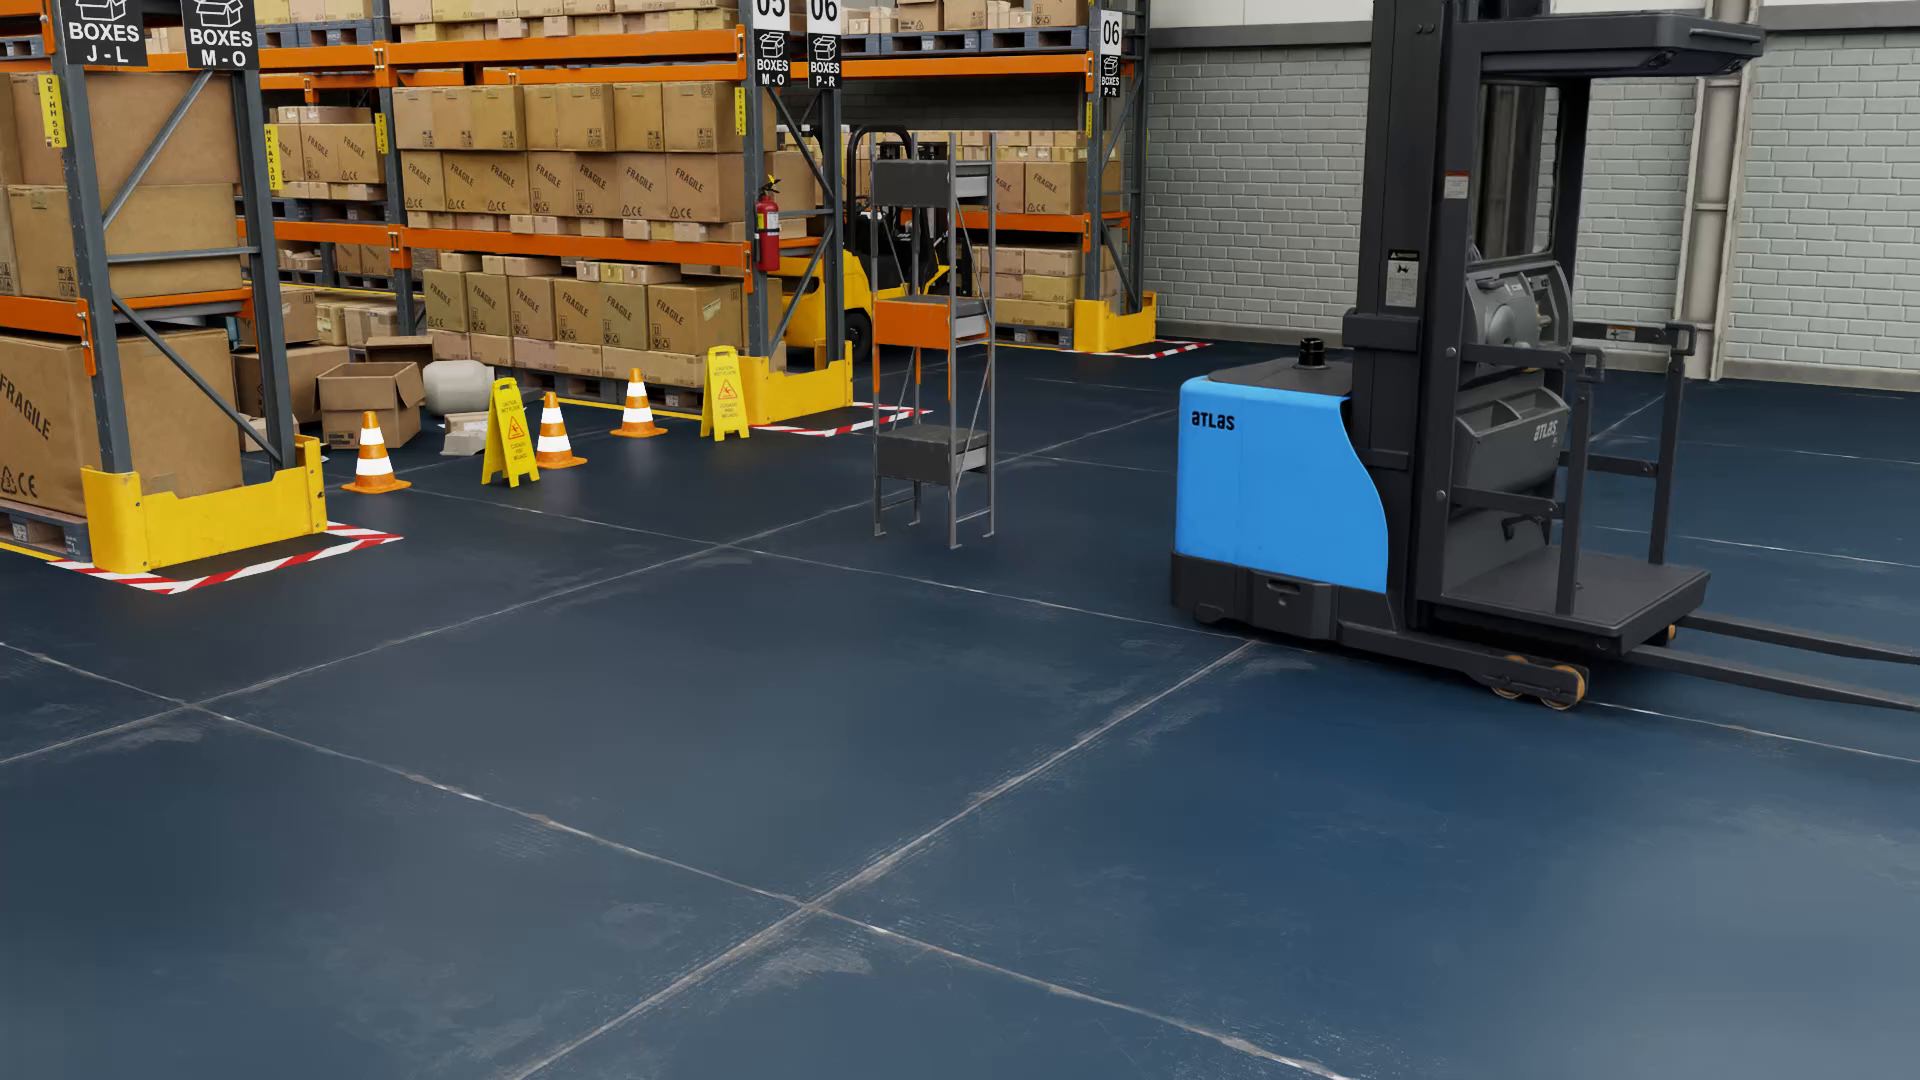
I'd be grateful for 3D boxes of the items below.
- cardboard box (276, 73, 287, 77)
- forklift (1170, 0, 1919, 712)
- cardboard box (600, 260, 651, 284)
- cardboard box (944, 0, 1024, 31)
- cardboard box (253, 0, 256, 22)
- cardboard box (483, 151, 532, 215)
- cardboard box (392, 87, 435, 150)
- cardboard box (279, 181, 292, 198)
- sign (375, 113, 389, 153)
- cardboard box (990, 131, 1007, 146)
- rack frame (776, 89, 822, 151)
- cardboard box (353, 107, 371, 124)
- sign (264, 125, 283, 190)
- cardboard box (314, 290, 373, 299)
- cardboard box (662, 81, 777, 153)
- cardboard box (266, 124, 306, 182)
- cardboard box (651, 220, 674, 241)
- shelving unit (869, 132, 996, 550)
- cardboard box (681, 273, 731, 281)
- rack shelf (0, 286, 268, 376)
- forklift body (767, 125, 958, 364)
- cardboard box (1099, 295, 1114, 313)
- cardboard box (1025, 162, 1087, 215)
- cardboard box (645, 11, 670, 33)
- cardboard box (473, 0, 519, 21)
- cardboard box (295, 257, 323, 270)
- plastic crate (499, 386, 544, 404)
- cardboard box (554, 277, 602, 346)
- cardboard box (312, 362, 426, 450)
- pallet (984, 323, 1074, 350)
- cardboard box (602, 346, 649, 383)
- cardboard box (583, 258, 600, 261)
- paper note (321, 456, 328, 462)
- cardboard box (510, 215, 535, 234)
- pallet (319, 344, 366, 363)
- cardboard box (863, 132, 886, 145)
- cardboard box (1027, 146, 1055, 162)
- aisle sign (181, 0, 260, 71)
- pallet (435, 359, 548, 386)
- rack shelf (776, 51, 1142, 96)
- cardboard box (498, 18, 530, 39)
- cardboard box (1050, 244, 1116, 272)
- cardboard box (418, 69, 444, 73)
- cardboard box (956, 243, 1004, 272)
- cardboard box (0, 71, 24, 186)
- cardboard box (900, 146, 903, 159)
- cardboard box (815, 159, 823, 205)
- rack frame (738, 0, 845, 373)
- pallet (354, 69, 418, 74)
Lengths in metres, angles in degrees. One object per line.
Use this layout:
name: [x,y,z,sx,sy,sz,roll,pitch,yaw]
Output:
cardboard box: [-9.081,-6.381,22.638,0.250,0.149,0.380,9,17,33]
forklift: [2.377,-0.927,6.469,3.031,2.935,1.130,12,18,39]
cardboard box: [-2.585,-2.098,12.994,0.250,0.149,0.380,10,17,34]
cardboard box: [0.244,-5.340,16.619,0.500,0.500,0.700,9,17,33]
cardboard box: [-6.582,-4.805,15.532,0.637,0.503,0.797,9,17,33]
cardboard box: [-3.496,-2.907,13.495,0.500,0.500,0.500,9,17,32]
cardboard box: [-4.301,-3.537,13.961,0.500,0.500,0.700,9,17,32]
cardboard box: [-5.964,-3.196,15.142,0.250,0.149,0.380,9,17,33]
sign: [-4.852,-3.412,13.954,0.005,0.325,0.100,9,17,33]
cardboard box: [0.507,-4.033,16.697,0.250,0.149,0.380,9,17,33]
rack frame: [-1.778,-3.951,18.542,0.127,3.000,1.000,9,17,33]
cardboard box: [-5.697,-3.931,15.411,0.250,0.149,0.380,10,17,36]
sign: [-3.590,-1.992,8.663,0.005,0.325,0.100,9,17,33]
cardboard box: [-6.158,-2.148,15.851,0.625,0.372,0.950,10,17,35]
cardboard box: [-1.771,-3.128,12.308,0.500,0.500,0.700,9,16,31]
cardboard box: [-5.893,-3.510,15.061,0.500,0.500,0.500,10,17,35]
cardboard box: [-2.128,-2.360,12.639,0.250,0.149,0.380,9,16,32]
shelving unit: [-0.137,-1.041,8.661,0.503,2.100,0.431,9,17,33]
cardboard box: [-2.197,-1.893,13.516,0.500,0.500,0.500,8,16,31]
rack shelf: [-5.564,-1.343,9.503,4.000,0.370,1.077,9,17,33]
forklift body: [-1.050,-2.893,16.035,1.214,2.155,2.313,9,17,33]
cardboard box: [1.243,-2.389,17.078,0.500,0.250,0.500,9,17,33]
cardboard box: [0.986,-3.477,16.418,0.500,0.500,0.500,9,16,32]
cardboard box: [-2.104,-3.820,12.292,0.250,0.149,0.380,10,17,34]
cardboard box: [-3.491,-4.238,13.151,0.500,0.250,0.500,9,17,33]
cardboard box: [-9.042,-3.860,23.233,0.250,0.149,0.380,9,16,31]
plastic crate: [-3.700,-1.170,13.381,0.583,0.080,0.402,3,14,14]
cardboard box: [-2.886,-1.851,13.348,0.500,0.500,0.500,9,16,32]
cardboard box: [-4.096,-0.943,11.587,0.637,0.503,0.797,-1,14,-6]
pallet: [0.883,-2.155,17.090,1.213,0.211,1.003,9,17,33]
cardboard box: [-2.472,-1.419,13.163,0.500,0.250,0.500,9,17,33]
cardboard box: [-4.040,-3.366,20.247,0.625,0.625,0.875,10,17,35]
paper note: [-4.224,-0.525,10.884,0.144,0.017,0.142,-10,17,-35]
cardboard box: [-3.406,-2.559,13.442,0.250,0.149,0.380,9,17,33]
pallet: [-5.192,-1.711,15.297,1.213,0.211,1.003,9,17,33]
cardboard box: [-0.808,-4.223,17.463,0.250,0.149,0.380,9,16,32]
cardboard box: [0.869,-3.797,16.361,0.250,0.149,0.380,9,17,34]
aisle sign: [-3.678,-2.736,8.224,0.004,0.787,0.394,9,17,33]
pallet: [-3.968,-1.524,14.541,1.213,0.211,1.003,9,17,33]
rack shelf: [-0.118,-4.790,17.184,4.000,0.370,1.077,9,17,33]
cardboard box: [-3.402,-4.014,13.076,0.250,0.149,0.380,9,16,32]
cardboard box: [1.248,-2.871,16.947,0.500,0.250,0.500,9,16,32]
cardboard box: [-6.491,-6.025,20.991,0.500,0.250,0.500,9,17,33]
cardboard box: [0.134,-2.902,17.070,0.500,0.250,0.500,9,17,34]
cardboard box: [-4.699,-2.134,8.641,0.550,0.550,0.875,9,17,33]
cardboard box: [-0.614,-4.042,17.351,0.250,0.149,0.380,9,16,31]
cardboard box: [-1.555,-3.888,18.079,0.500,0.500,0.500,9,16,31]
rack frame: [-1.226,-2.424,12.375,0.127,3.000,1.000,9,17,33]
pallet: [-7.052,-6.149,21.569,1.003,0.211,1.213,9,17,33]
